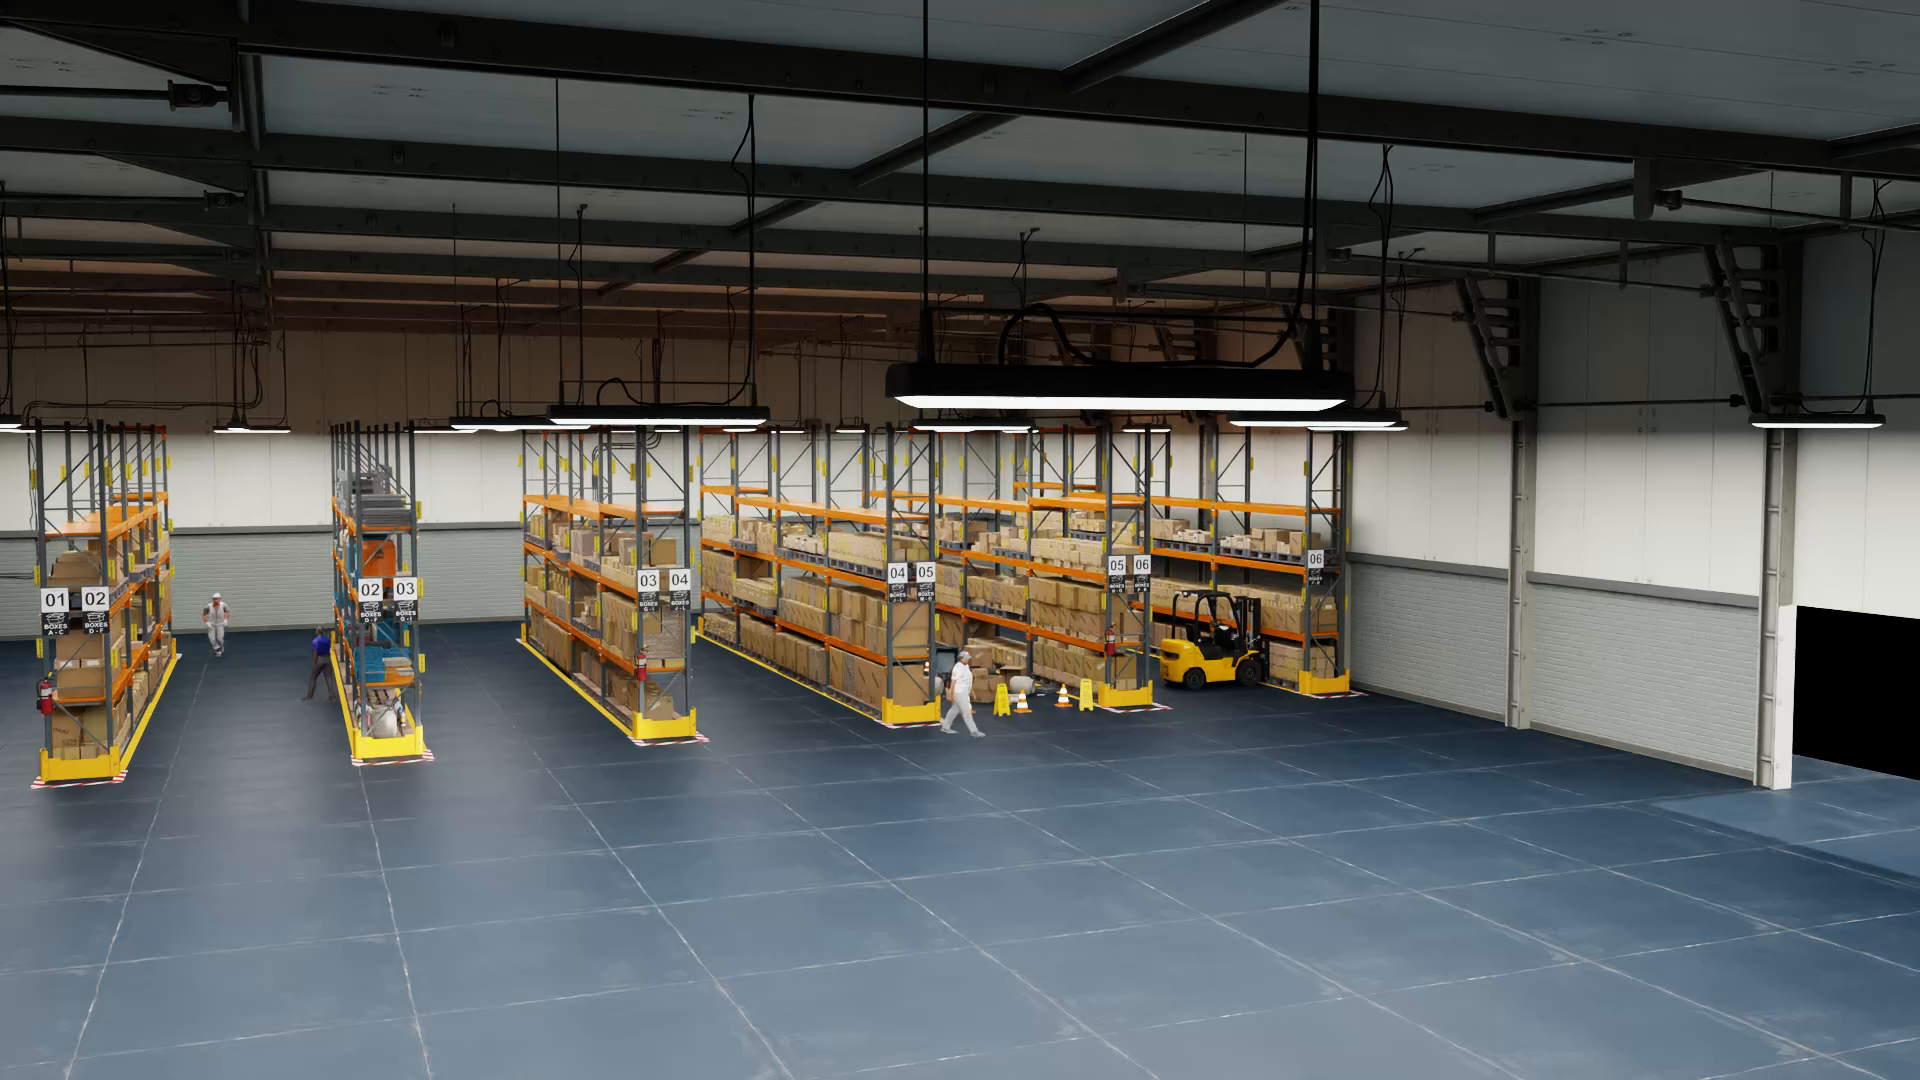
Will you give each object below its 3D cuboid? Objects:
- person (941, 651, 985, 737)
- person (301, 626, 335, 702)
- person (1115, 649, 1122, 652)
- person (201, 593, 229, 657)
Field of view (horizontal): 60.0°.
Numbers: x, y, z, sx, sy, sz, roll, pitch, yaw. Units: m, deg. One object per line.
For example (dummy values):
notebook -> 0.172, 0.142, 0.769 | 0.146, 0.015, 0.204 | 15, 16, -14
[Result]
person -> 0.071, 2.917, 31.663 | 0.988, 1.603, 0.529 | 1, 4, 19
person -> -13.782, 2.655, 35.799 | 0.836, 1.620, 0.501 | 3, 5, 38
person -> 3.675, 2.505, 39.723 | 0.520, 1.486, 0.754 | -1, 4, -19
person -> -19.242, 2.203, 42.978 | 0.617, 1.683, 0.632 | -1, 4, -13
